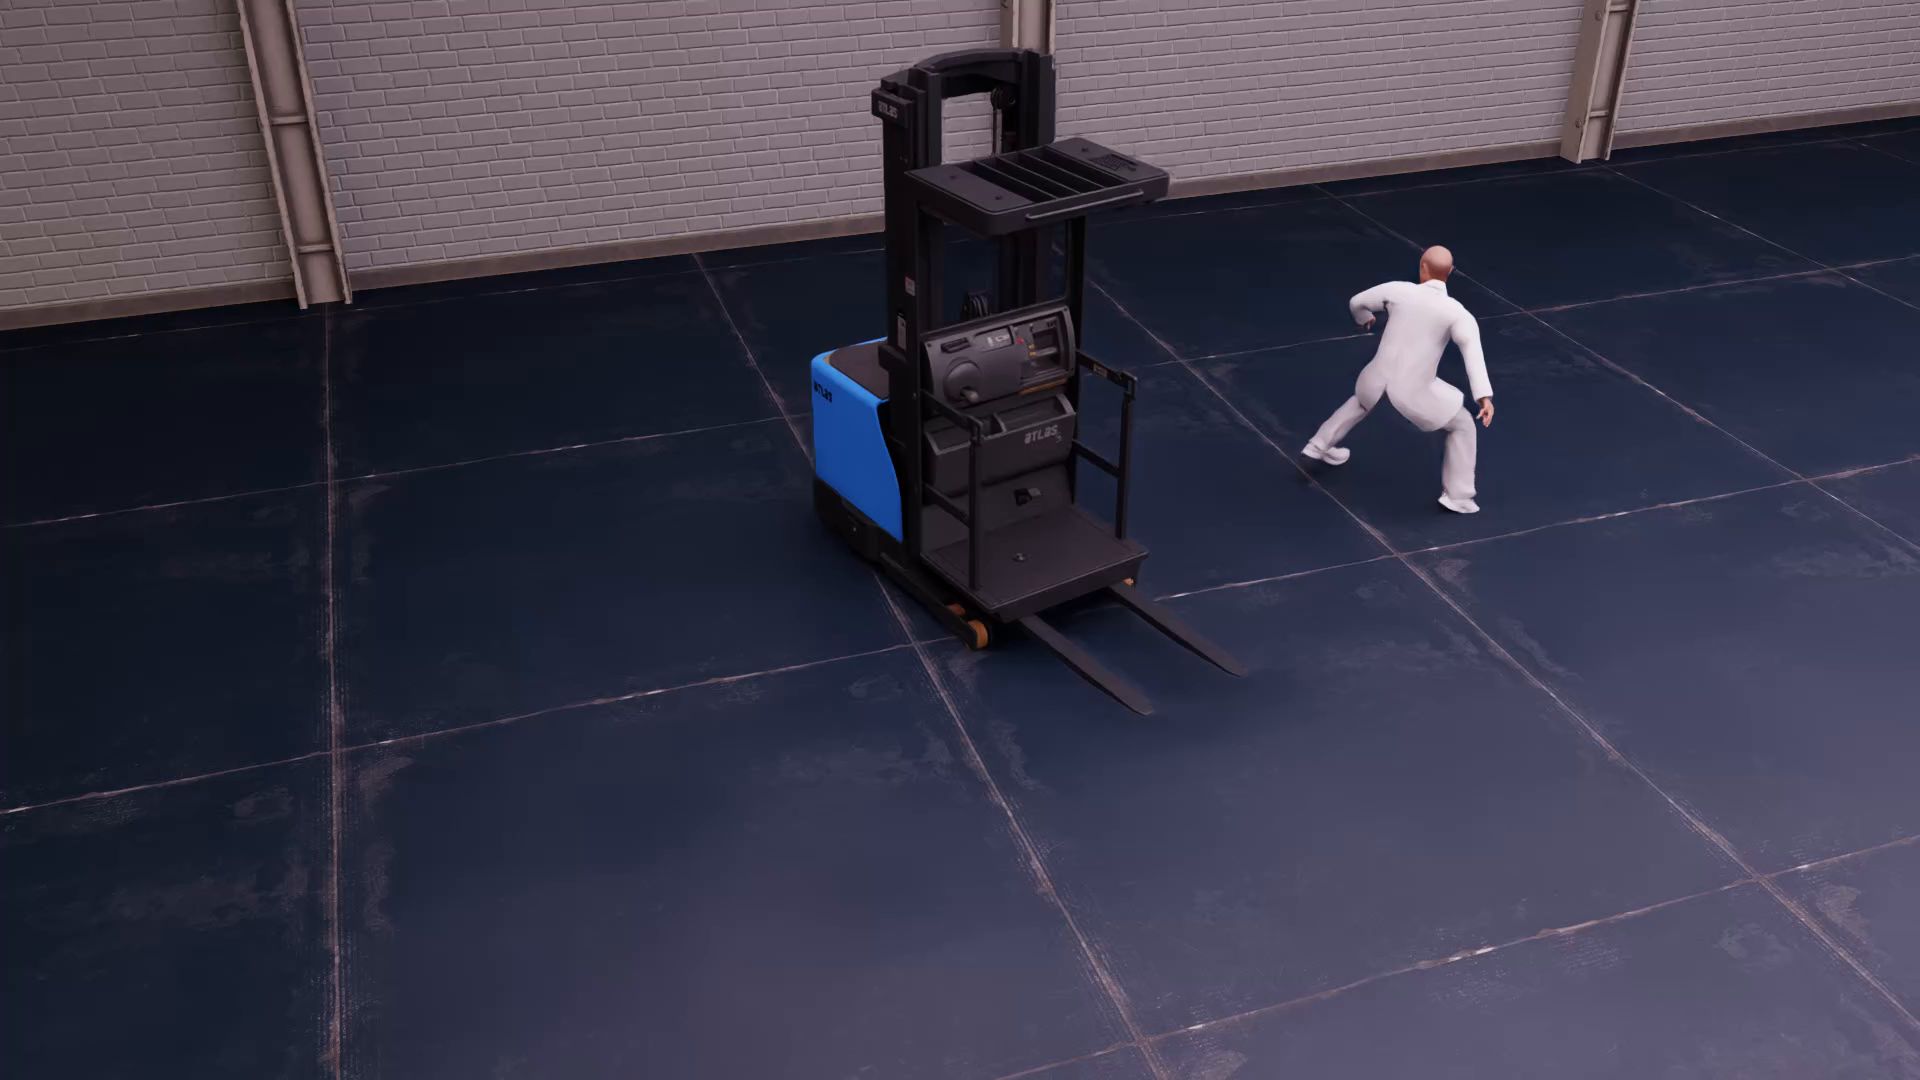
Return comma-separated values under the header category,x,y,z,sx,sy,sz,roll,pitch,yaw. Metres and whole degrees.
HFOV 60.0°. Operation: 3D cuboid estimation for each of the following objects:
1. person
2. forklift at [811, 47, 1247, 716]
category,x,y,z,sx,sy,sz,roll,pitch,yaw
person,2.792,-0.939,10.136,0.605,1.703,1.218,-24,37,-35
forklift,0.341,-0.944,8.728,1.130,2.935,3.031,-18,35,-29
